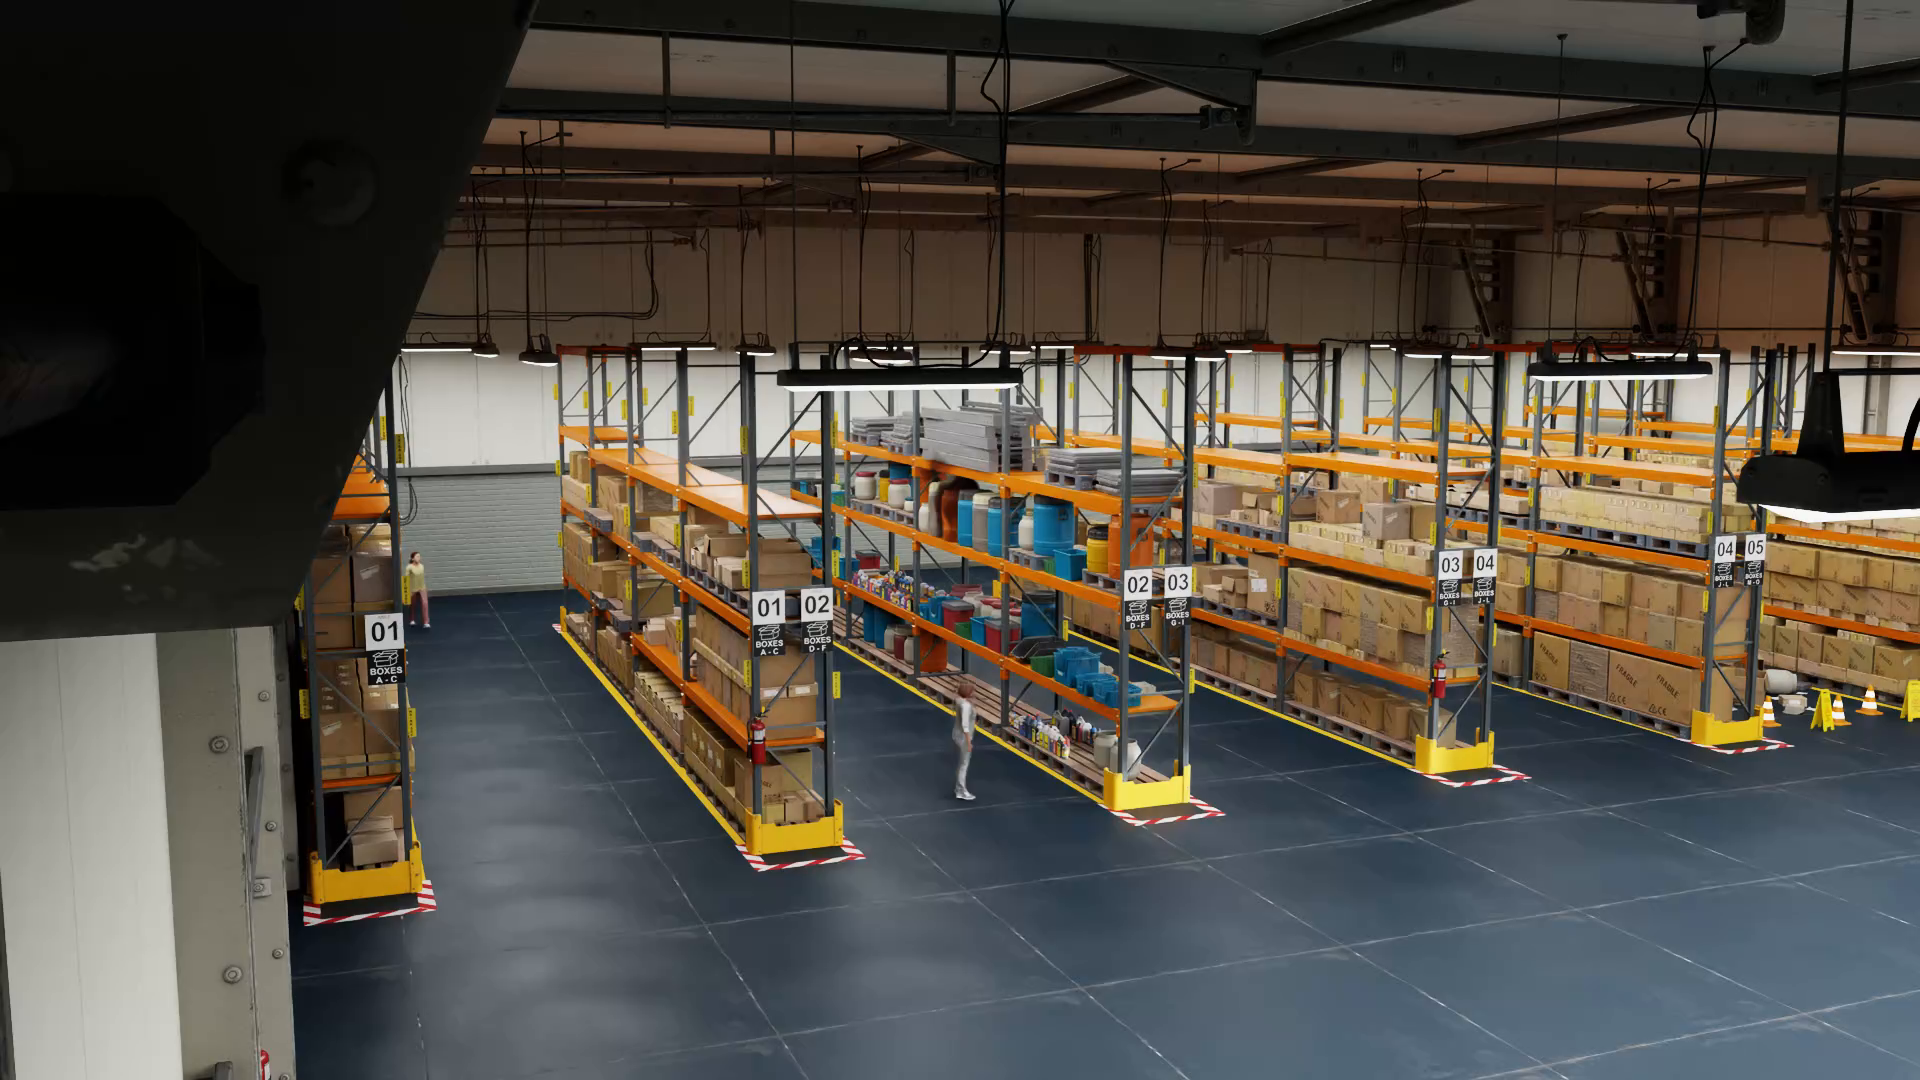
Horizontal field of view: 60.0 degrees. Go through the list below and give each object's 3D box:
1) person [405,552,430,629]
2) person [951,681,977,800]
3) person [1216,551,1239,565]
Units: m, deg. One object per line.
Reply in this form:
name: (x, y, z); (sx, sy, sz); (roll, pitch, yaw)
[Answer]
person: (-11.482, 1.065, 35.093); (0.425, 1.597, 1.029); (-4, 8, -26)
person: (0.052, 2.734, 22.476); (0.329, 1.644, 0.506); (-1, 7, -9)
person: (6.593, 0.159, 41.631); (1.096, 1.720, 0.722); (-1, 7, -7)
